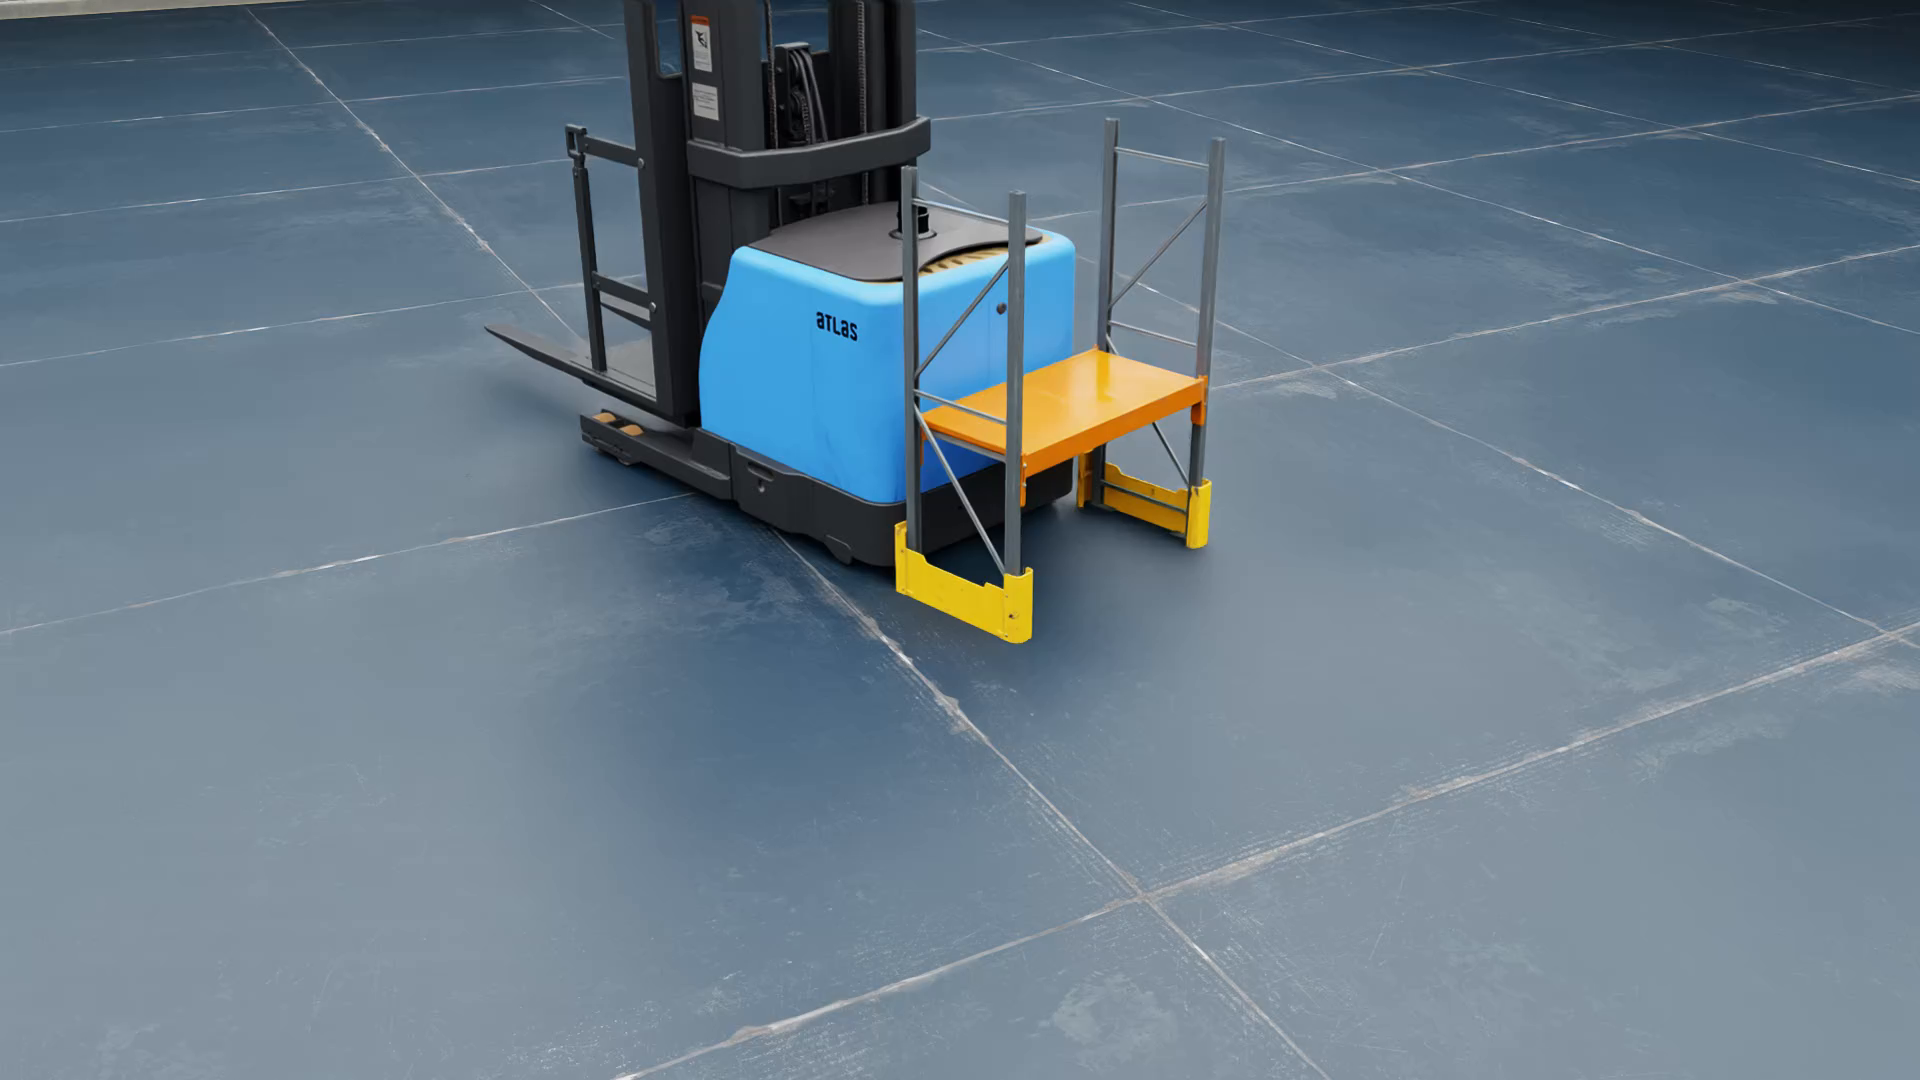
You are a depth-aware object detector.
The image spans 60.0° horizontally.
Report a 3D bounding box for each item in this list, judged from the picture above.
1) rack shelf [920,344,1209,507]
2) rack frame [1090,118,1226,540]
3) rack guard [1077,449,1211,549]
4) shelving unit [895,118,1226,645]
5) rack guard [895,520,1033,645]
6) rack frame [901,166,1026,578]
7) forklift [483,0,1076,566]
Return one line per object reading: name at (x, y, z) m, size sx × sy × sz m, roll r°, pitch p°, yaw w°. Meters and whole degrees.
rack shelf at (0.355, -0.422, 5.812) m, size 0.538 × 0.185 × 1.000 m, roll 22°, pitch 33°, yaw 38°
rack frame at (0.705, -0.744, 6.067) m, size 0.500 × 1.500 × 0.032 m, roll 22°, pitch 33°, yaw 38°
rack guard at (0.692, -0.175, 6.325) m, size 0.587 × 0.250 × 0.087 m, roll 22°, pitch 33°, yaw 38°
shelving unit at (0.349, -0.582, 5.728) m, size 0.587 × 1.500 × 1.083 m, roll 22°, pitch 33°, yaw 38°
rack guard at (0.007, 0.138, 5.673) m, size 0.587 × 0.250 × 0.087 m, roll 22°, pitch 33°, yaw 38°
rack frame at (0.006, -0.425, 5.402) m, size 0.500 × 1.500 × 0.032 m, roll 22°, pitch 33°, yaw 38°
forklift at (-0.952, -1.769, 6.548) m, size 1.130 × 2.935 × 3.031 m, roll -23°, pitch 34°, yaw -39°
